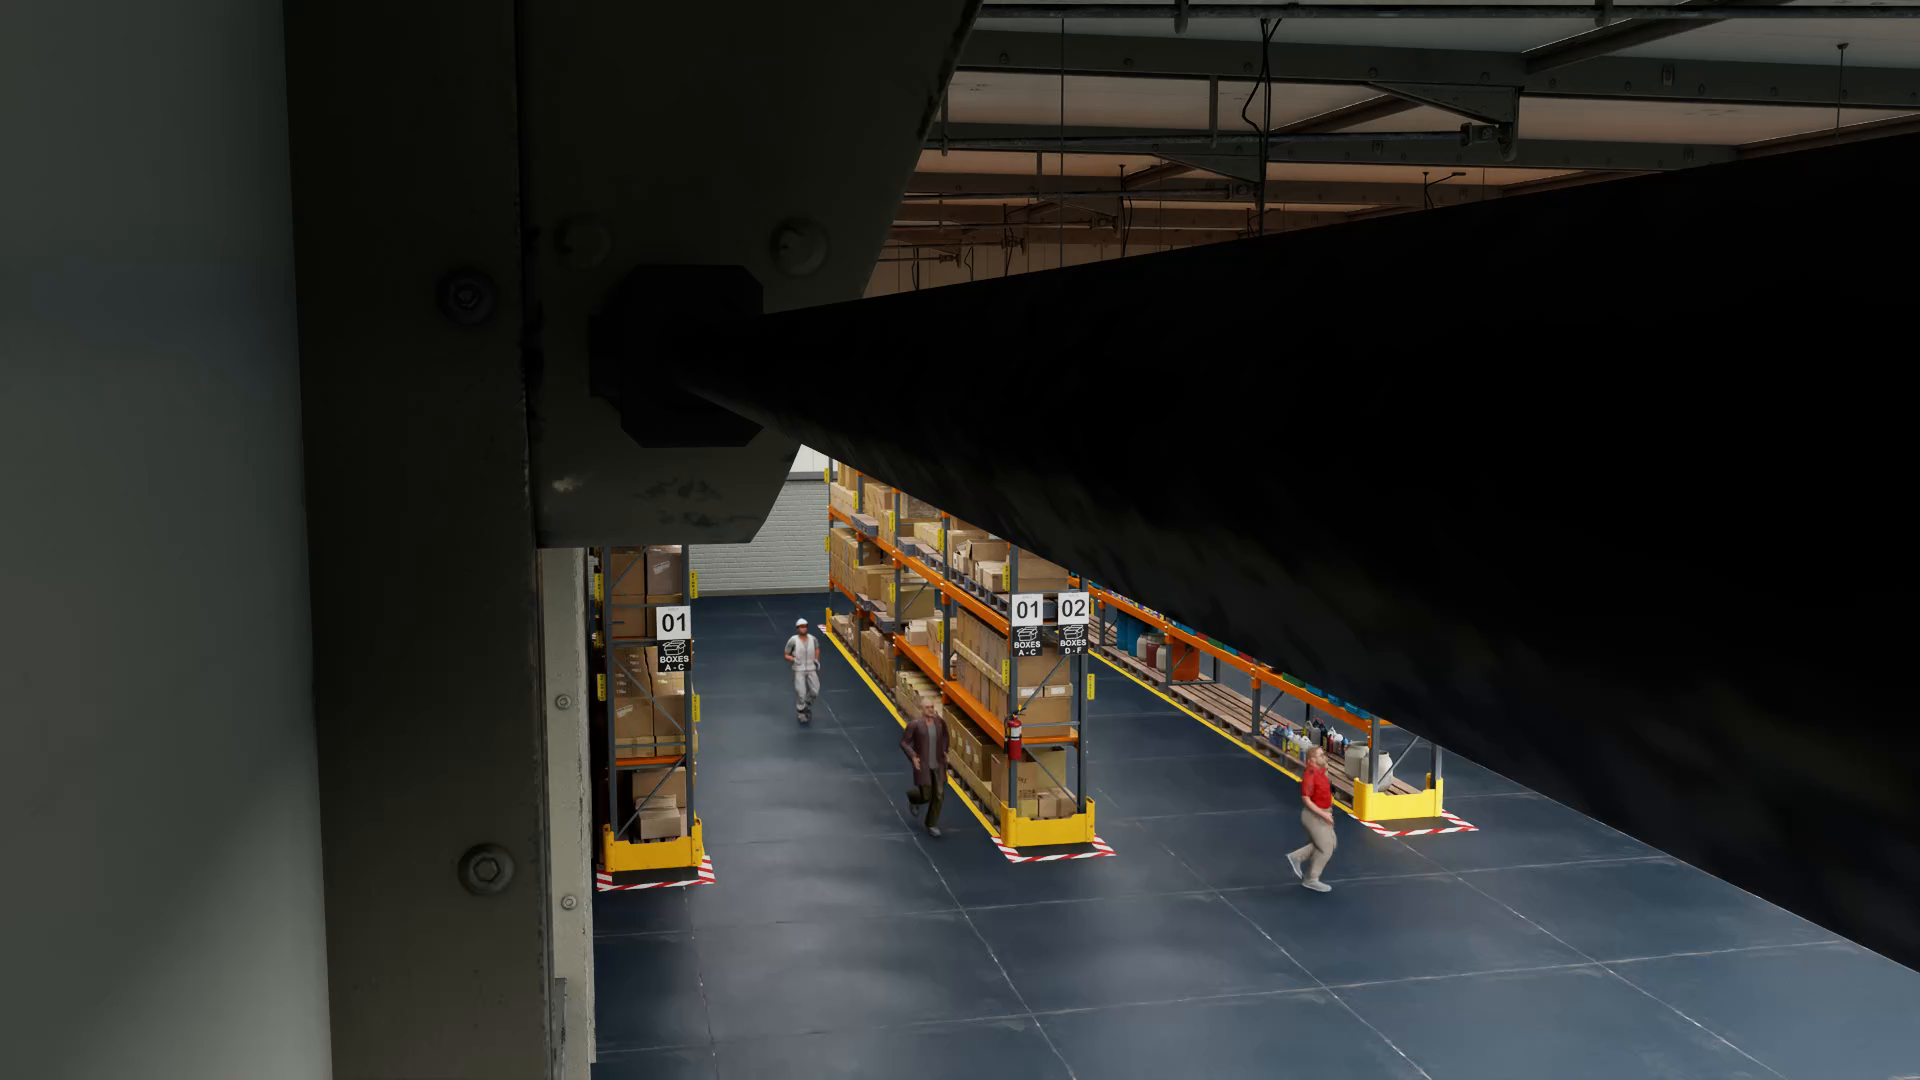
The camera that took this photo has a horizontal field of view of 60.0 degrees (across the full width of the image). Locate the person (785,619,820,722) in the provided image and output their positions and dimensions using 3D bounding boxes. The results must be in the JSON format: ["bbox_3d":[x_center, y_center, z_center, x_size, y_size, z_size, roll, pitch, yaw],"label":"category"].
[{"bbox_3d":[-2.565,2.181,27.611,0.644,1.741,0.580,-3,7,-23],"label":"person"}]

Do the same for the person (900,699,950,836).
[{"bbox_3d":[-0.424,2.917,21.597,0.711,1.743,0.756,-3,7,-25],"label":"person"}]

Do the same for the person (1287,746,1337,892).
[{"bbox_3d":[4.115,3.219,19.291,0.501,1.697,0.661,2,7,15],"label":"person"}]
